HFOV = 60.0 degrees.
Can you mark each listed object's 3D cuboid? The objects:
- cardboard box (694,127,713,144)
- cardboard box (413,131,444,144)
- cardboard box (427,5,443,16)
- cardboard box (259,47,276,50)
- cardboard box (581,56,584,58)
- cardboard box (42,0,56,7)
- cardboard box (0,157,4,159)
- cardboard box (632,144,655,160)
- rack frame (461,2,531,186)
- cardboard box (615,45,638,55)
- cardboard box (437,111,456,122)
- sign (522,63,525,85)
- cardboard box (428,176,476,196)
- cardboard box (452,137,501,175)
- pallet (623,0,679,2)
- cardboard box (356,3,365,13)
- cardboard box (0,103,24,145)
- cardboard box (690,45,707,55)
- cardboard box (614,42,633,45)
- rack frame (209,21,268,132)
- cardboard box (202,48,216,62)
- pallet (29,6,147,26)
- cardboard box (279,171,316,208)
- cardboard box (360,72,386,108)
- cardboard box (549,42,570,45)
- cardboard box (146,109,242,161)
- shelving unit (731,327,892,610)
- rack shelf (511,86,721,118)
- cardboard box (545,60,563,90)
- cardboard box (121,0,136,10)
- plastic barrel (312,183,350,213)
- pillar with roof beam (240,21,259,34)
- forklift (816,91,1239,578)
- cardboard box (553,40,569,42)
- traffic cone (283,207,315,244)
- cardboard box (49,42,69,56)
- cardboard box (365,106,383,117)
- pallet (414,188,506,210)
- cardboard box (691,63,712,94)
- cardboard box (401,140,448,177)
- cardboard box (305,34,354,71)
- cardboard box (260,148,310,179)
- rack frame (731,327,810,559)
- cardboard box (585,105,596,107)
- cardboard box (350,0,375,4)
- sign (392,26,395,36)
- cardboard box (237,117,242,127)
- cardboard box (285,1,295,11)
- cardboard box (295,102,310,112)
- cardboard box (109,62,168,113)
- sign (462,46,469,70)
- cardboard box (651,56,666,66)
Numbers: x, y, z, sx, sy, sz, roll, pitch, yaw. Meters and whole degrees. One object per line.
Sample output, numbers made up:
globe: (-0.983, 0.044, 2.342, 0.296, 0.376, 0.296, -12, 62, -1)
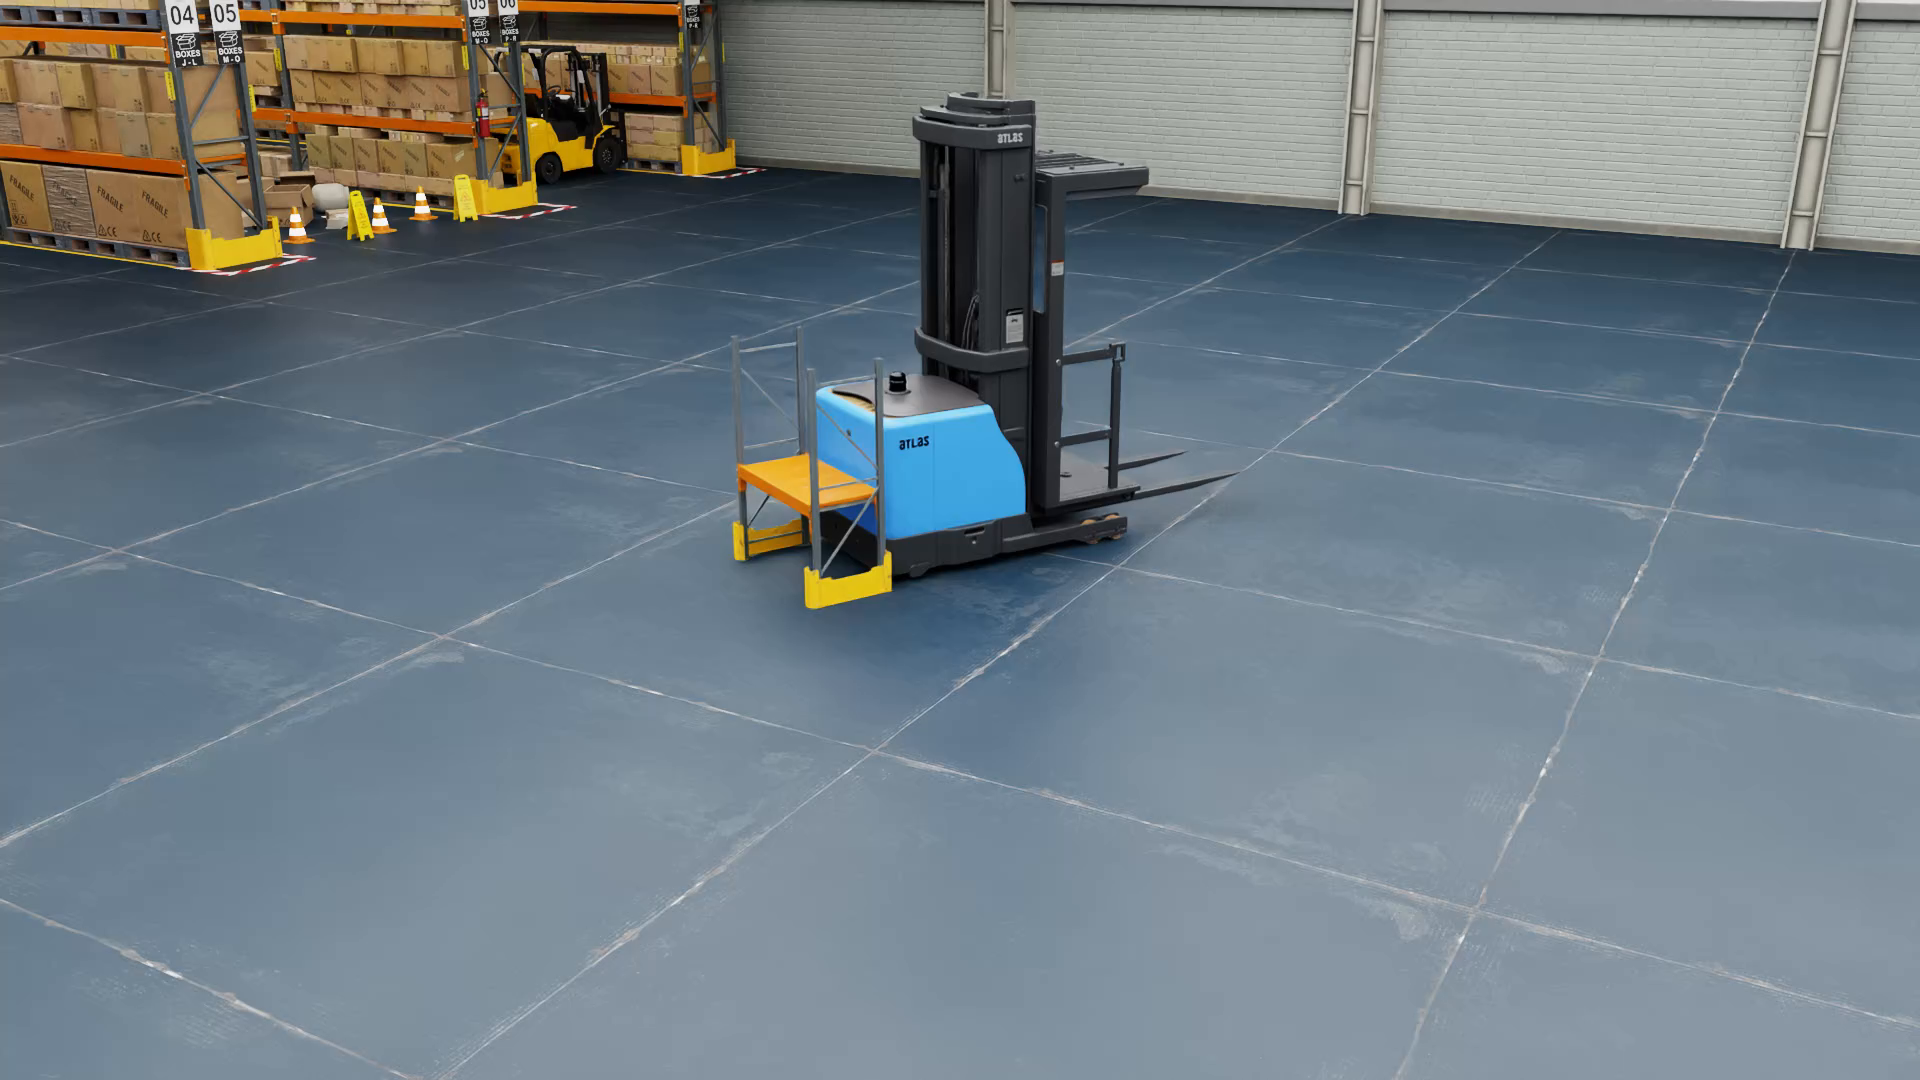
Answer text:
cardboard box: (-4.738, -7.185, 29.457, 0.500, 0.250, 0.500, 11, 23, 28)
cardboard box: (-8.026, -6.086, 25.109, 0.250, 0.149, 0.380, 12, 23, 29)
cardboard box: (-7.527, -7.727, 24.236, 0.250, 0.149, 0.380, 11, 23, 28)
cardboard box: (-11.470, -7.809, 27.296, 0.500, 0.500, 0.500, 11, 22, 27)
cardboard box: (-6.667, -8.570, 29.493, 0.250, 0.149, 0.380, 10, 22, 26)
cardboard box: (-11.184, -6.723, 20.708, 0.250, 0.149, 0.380, 11, 23, 28)
cardboard box: (-14.090, -4.980, 23.377, 0.750, 0.750, 1.050, 11, 23, 27)
cardboard box: (-5.422, -6.880, 29.348, 0.500, 0.250, 0.500, 11, 23, 27)
rack frame: (-6.846, -6.427, 24.684, 0.127, 3.000, 1.000, 11, 23, 27)
cardboard box: (-5.779, -8.535, 28.961, 0.250, 0.149, 0.380, 11, 23, 29)
cardboard box: (-7.552, -6.316, 24.748, 0.250, 0.149, 0.380, 10, 22, 27)
sign: (-6.582, -6.995, 24.982, 0.005, 0.325, 0.100, 11, 23, 27)
cardboard box: (-7.704, -5.390, 25.242, 0.500, 0.250, 0.500, 11, 23, 27)
cardboard box: (-7.436, -5.904, 25.560, 0.500, 0.500, 0.500, 10, 22, 26)
pallet: (-5.033, -9.399, 28.608, 1.213, 0.211, 1.003, 11, 23, 27)
cardboard box: (-8.837, -8.002, 24.996, 0.250, 0.149, 0.380, 11, 23, 28)
cardboard box: (-12.336, -5.614, 22.224, 0.550, 0.550, 0.875, 11, 23, 27)
cardboard box: (-4.618, -8.516, 28.910, 0.250, 0.149, 0.380, 10, 22, 26)
cardboard box: (-5.954, -8.782, 29.643, 0.250, 0.149, 0.380, 11, 23, 28)
rack frame: (-14.905, -9.901, 34.261, 0.127, 3.000, 1.000, 11, 23, 27)
cardboard box: (-12.192, -7.741, 27.109, 0.500, 0.500, 0.500, 10, 22, 25)
pallet: (-10.894, -6.628, 20.969, 1.213, 0.211, 1.003, 11, 23, 27)
cardboard box: (-10.066, -5.335, 25.335, 0.500, 0.500, 0.500, -7, 21, -20)
cardboard box: (-8.757, -6.881, 25.352, 0.500, 0.500, 0.500, 11, 23, 28)
cardboard box: (-7.113, -8.791, 29.667, 0.250, 0.149, 0.380, 11, 23, 28)
cardboard box: (-9.518, -5.055, 20.682, 0.550, 0.550, 0.875, 11, 23, 27)
shelving unit: (-0.963, -0.485, 10.501, 0.587, 1.500, 1.083, -13, 23, -31)
rack shelf: (-6.175, -7.900, 29.799, 4.000, 0.370, 1.077, 11, 23, 27)
cardboard box: (-7.198, -8.384, 29.933, 0.500, 0.500, 0.500, 11, 23, 28)
cardboard box: (-9.847, -6.469, 20.008, 0.250, 0.149, 0.380, 11, 23, 28)
plastic barrel: (-9.388, -5.109, 24.828, 0.512, 0.421, 0.421, -7, 21, -20)
pillar with roof beam: (-17.173, -11.823, 30.763, 0.400, 9.000, 9.100, 11, 23, 27)
forklift: (0.555, -1.491, 11.178, 3.031, 2.935, 1.130, -12, 23, -29)
cardboard box: (-7.296, -9.045, 30.367, 0.250, 0.149, 0.380, 10, 22, 26)
traffic cone: (-8.943, -4.255, 22.416, 0.334, 0.463, 0.336, 11, 23, 27)
cardboard box: (-15.291, -8.450, 28.648, 0.500, 0.500, 0.500, 11, 23, 27)
cardboard box: (-8.874, -6.577, 25.466, 0.250, 0.149, 0.380, 11, 23, 27)
pallet: (-7.604, -5.274, 25.596, 1.213, 0.211, 1.003, 11, 23, 27)
cardboard box: (-4.726, -8.117, 29.197, 0.500, 0.500, 0.500, 12, 23, 29)
cardboard box: (-8.130, -5.826, 25.343, 0.500, 0.500, 0.500, 12, 23, 29)
cardboard box: (-9.624, -7.520, 25.648, 0.500, 0.500, 0.700, 11, 23, 28)
cardboard box: (-10.797, -6.141, 27.132, 0.625, 0.372, 0.950, 11, 23, 28)
rack frame: (-1.235, -0.627, 10.895, 0.500, 1.500, 0.032, -13, 23, -31)
cardboard box: (-6.947, -7.841, 30.533, 0.500, 0.250, 0.500, 10, 22, 27)
cardboard box: (-8.760, -8.163, 24.856, 0.500, 0.250, 0.500, 11, 23, 28)
sign: (-11.145, -9.946, 32.686, 0.005, 0.325, 0.100, 11, 23, 27)
cardboard box: (-14.592, -8.776, 34.209, 0.500, 0.500, 0.500, 12, 23, 30)
cardboard box: (-10.184, -8.258, 25.701, 0.250, 0.149, 0.380, 10, 22, 26)
cardboard box: (-10.220, -6.826, 26.153, 0.250, 0.149, 0.380, 11, 23, 27)
cardboard box: (-10.002, -5.652, 20.744, 0.550, 0.550, 0.875, 11, 23, 27)
sign: (-7.134, -6.958, 23.986, 0.005, 0.325, 0.100, 11, 23, 27)
cardboard box: (-5.105, -8.265, 28.653, 0.250, 0.149, 0.380, 11, 23, 28)
